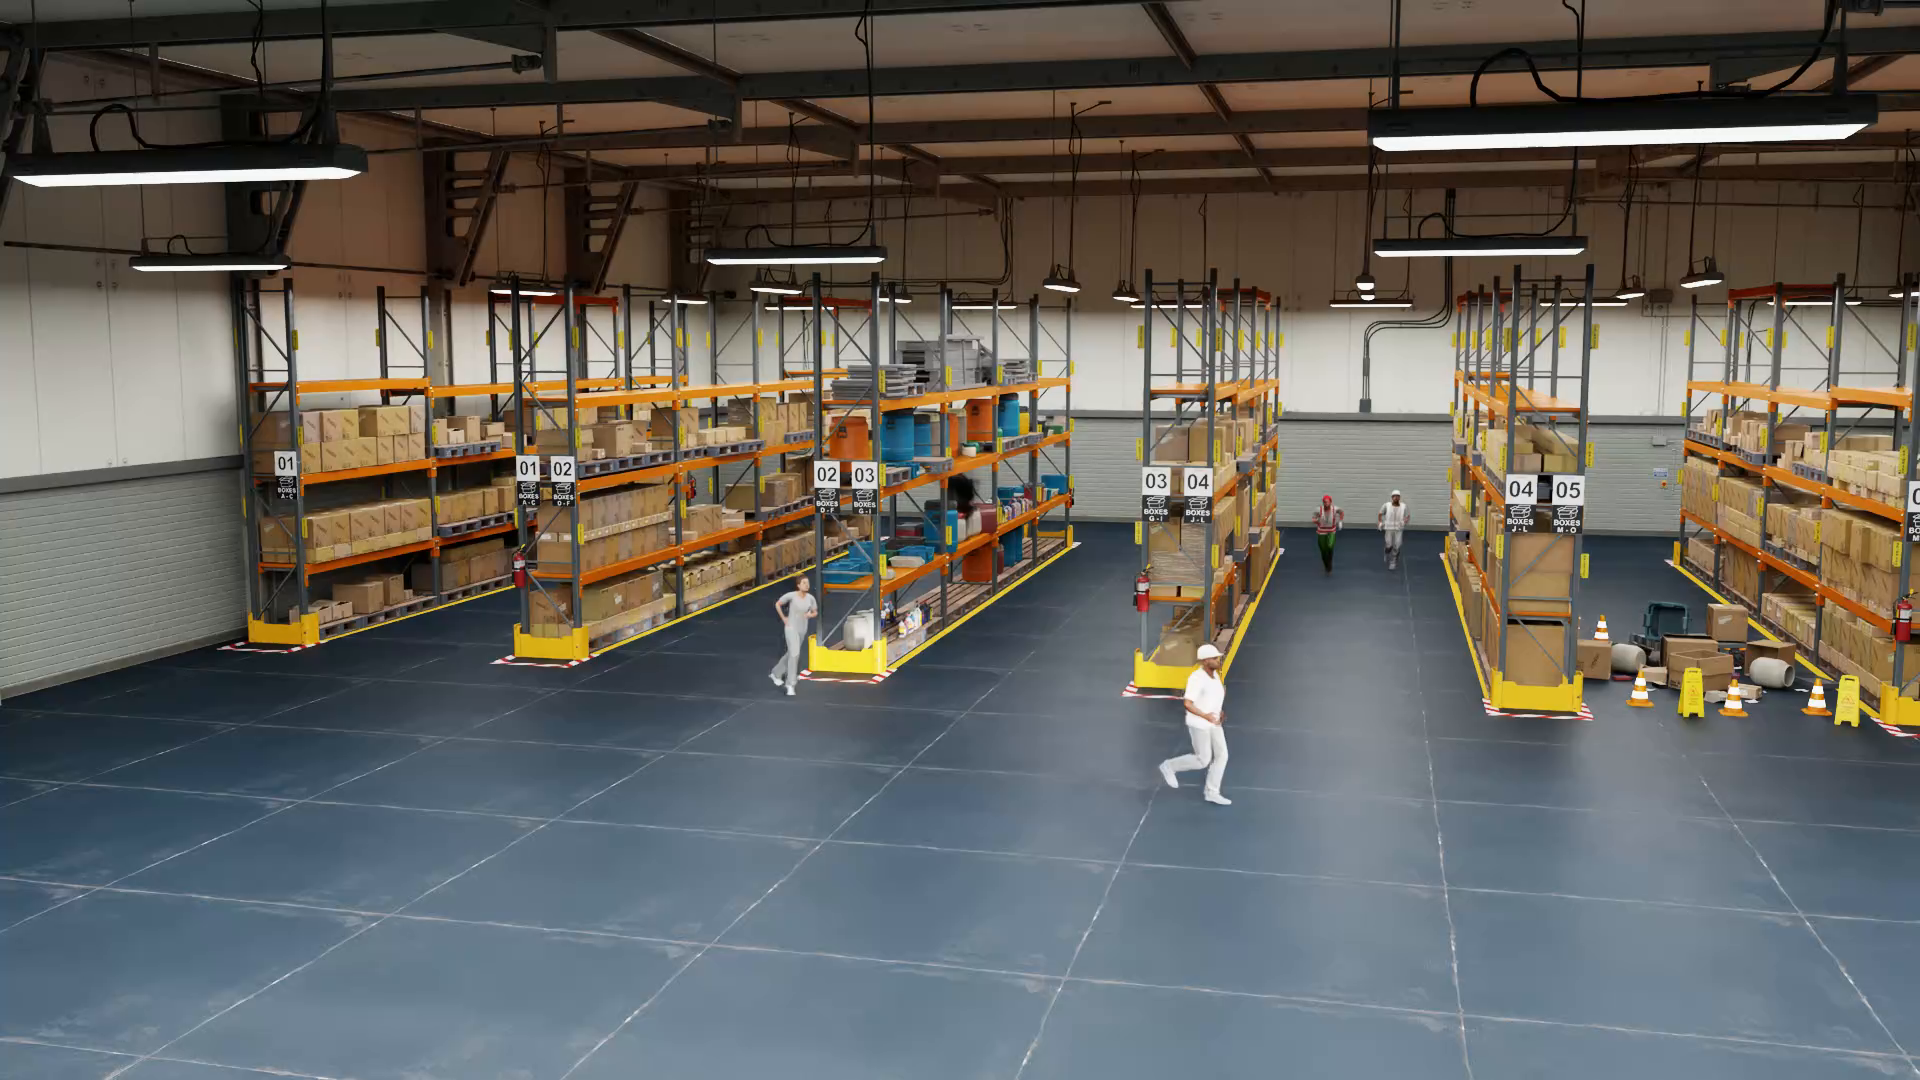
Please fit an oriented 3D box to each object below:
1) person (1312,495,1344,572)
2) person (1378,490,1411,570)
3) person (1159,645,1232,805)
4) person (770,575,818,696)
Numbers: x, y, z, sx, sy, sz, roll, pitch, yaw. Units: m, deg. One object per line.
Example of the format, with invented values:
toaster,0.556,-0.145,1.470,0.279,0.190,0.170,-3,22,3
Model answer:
person,7.838,-0.127,35.507,0.636,1.698,0.864,2,7,18
person,9.517,-0.219,36.433,0.685,1.738,0.599,1,7,11
person,2.591,1.986,18.101,0.815,1.739,0.689,5,8,34
person,-2.381,1.349,23.917,0.609,1.708,0.747,-6,9,-39
